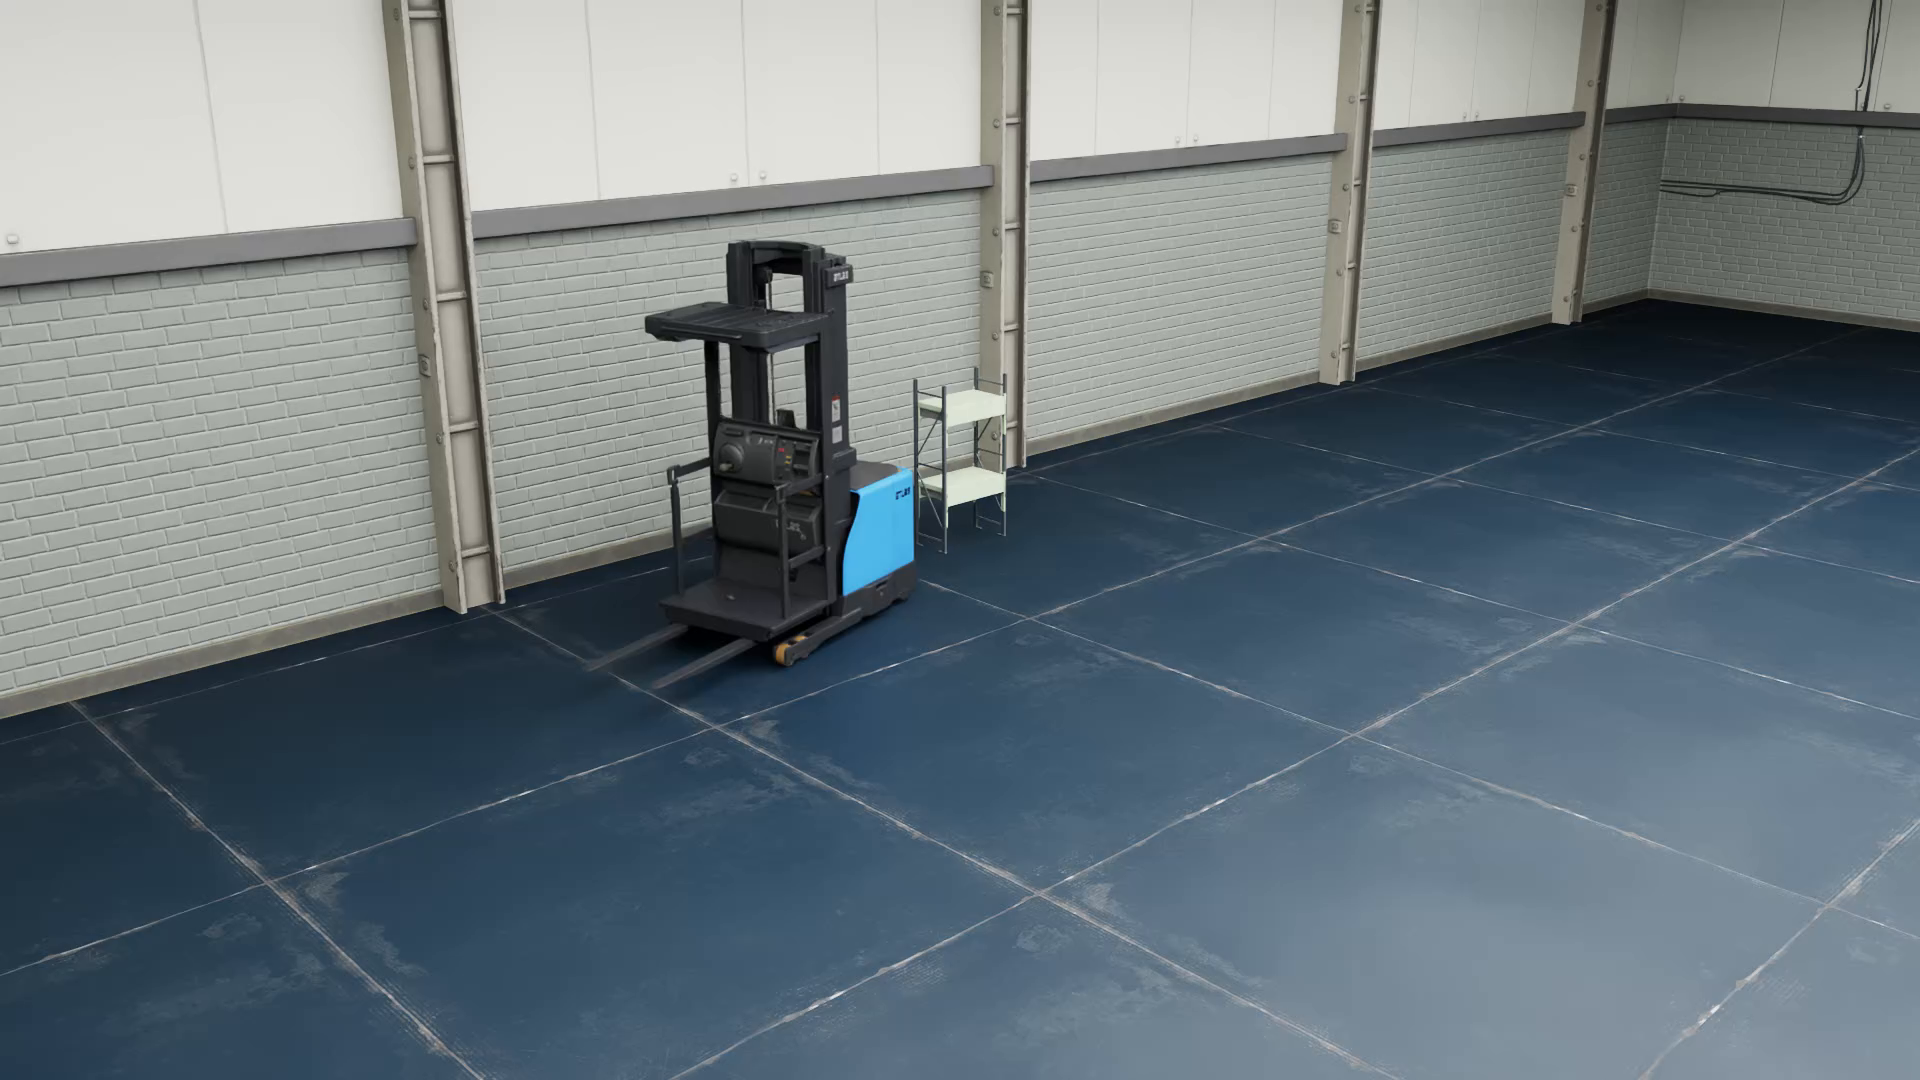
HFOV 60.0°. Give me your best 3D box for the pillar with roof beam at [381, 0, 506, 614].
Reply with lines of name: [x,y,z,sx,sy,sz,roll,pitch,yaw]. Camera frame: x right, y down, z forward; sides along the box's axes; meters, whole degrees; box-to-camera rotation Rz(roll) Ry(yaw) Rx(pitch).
pillar with roof beam: [-0.957,-2.805,9.046,0.400,9.000,9.100,-16,24,-41]

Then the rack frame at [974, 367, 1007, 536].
rack frame: [0.271,-0.792,14.997,0.023,1.500,0.400,-16,24,-41]

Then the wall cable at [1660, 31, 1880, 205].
wall cable: [12.213,-6.435,25.275,0.112,2.526,3.097,-16,24,-41]

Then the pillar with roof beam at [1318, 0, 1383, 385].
pillar with roof beam: [7.762,-5.348,16.888,0.400,9.000,9.100,-16,24,-41]

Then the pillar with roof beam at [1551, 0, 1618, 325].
pillar with roof beam: [12.122,-6.619,20.809,0.400,9.000,9.100,-16,24,-41]

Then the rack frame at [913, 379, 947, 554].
rack frame: [-0.261,-0.637,14.519,0.023,1.500,0.400,-16,24,-41]

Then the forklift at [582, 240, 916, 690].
forklift: [-1.552,-0.634,12.187,1.130,2.935,3.031,11,21,29]

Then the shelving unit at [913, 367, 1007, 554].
shelving unit: [0.005,-0.715,14.758,0.755,1.500,0.431,-16,24,-41]

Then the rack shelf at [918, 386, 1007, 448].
rack shelf: [0.005,-1.086,14.637,0.720,0.370,0.431,-16,24,-41]

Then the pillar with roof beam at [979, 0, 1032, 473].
pillar with roof beam: [3.402,-4.076,12.967,0.400,9.000,9.100,-16,24,-41]

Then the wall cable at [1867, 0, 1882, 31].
wall cable: [14.072,-8.231,22.627,0.112,2.526,3.097,-16,24,-41]

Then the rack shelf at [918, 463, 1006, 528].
rack shelf: [0.005,-0.405,14.858,0.720,0.370,0.431,-16,24,-41]
